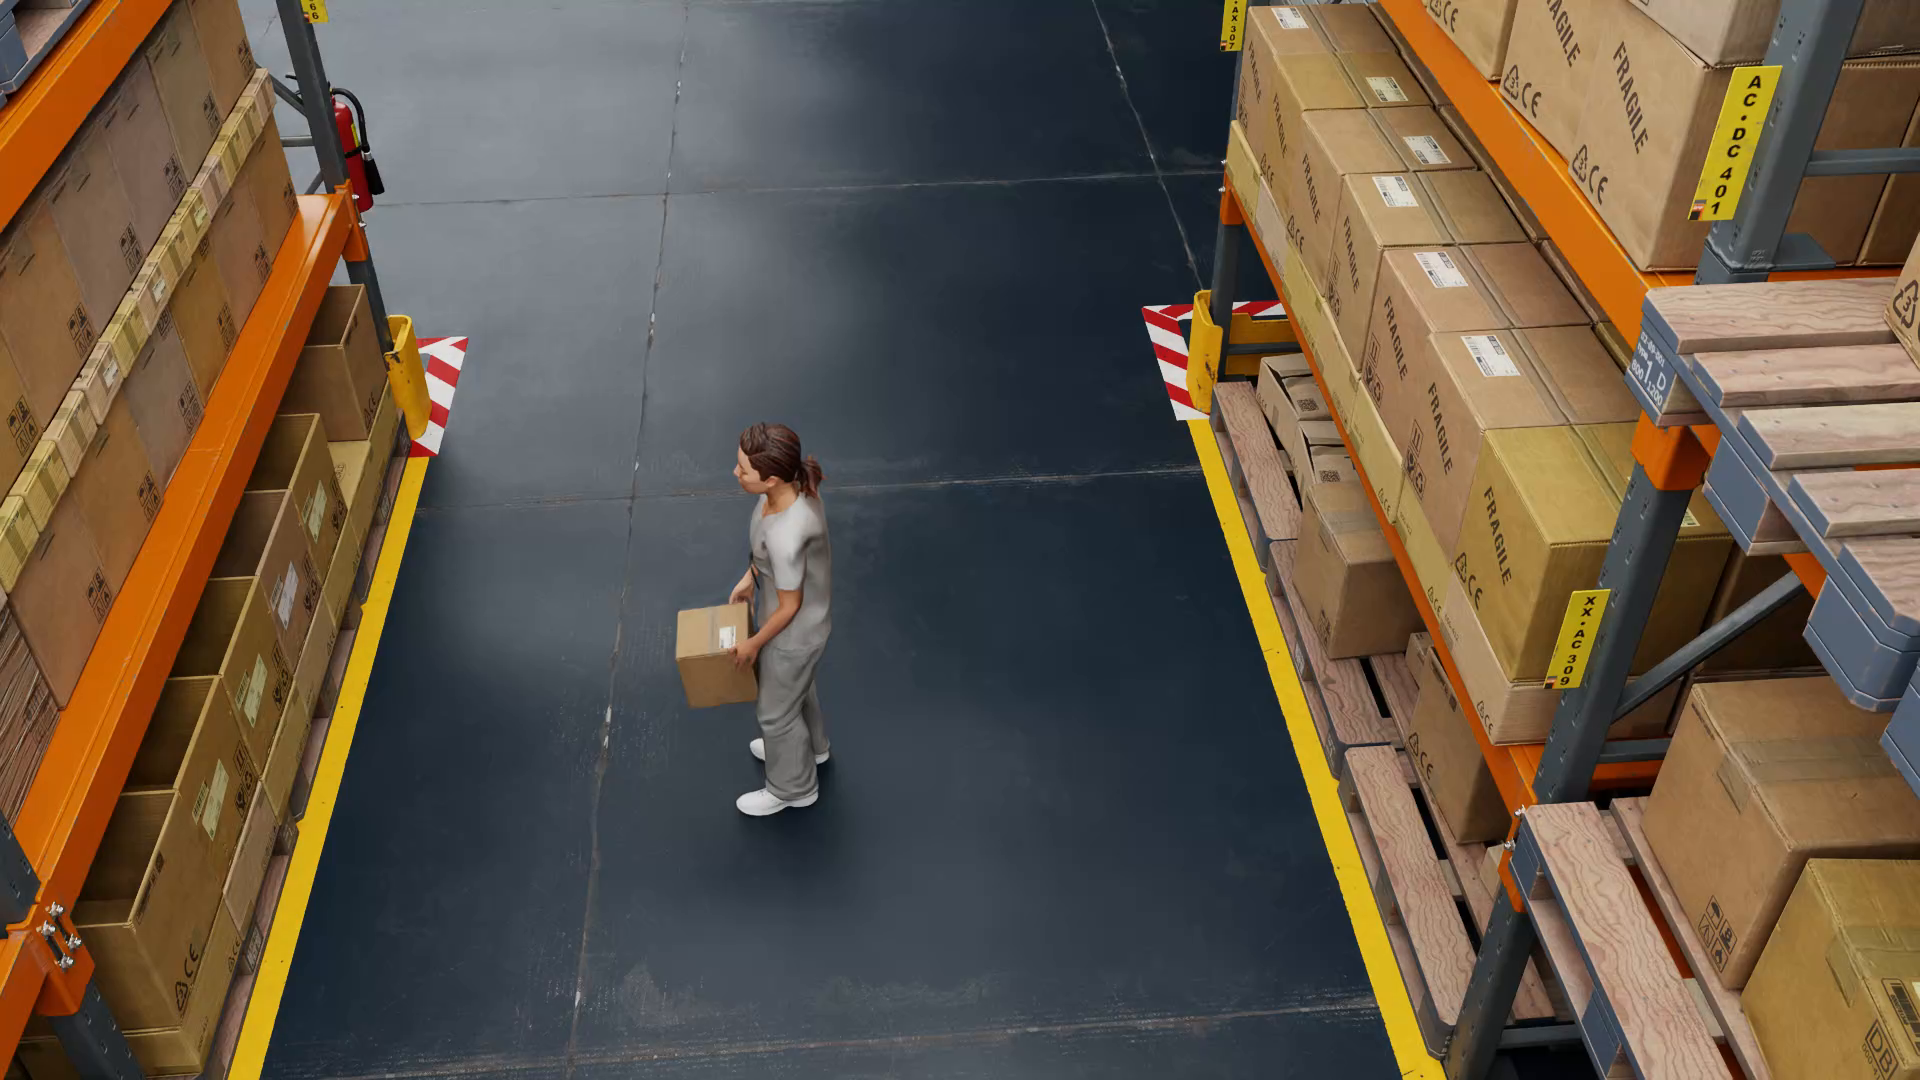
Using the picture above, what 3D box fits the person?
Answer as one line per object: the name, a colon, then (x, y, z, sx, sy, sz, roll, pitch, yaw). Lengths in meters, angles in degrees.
person: (-0.638, 0.289, 5.800, 0.420, 1.676, 0.467, -4, 39, -5)
